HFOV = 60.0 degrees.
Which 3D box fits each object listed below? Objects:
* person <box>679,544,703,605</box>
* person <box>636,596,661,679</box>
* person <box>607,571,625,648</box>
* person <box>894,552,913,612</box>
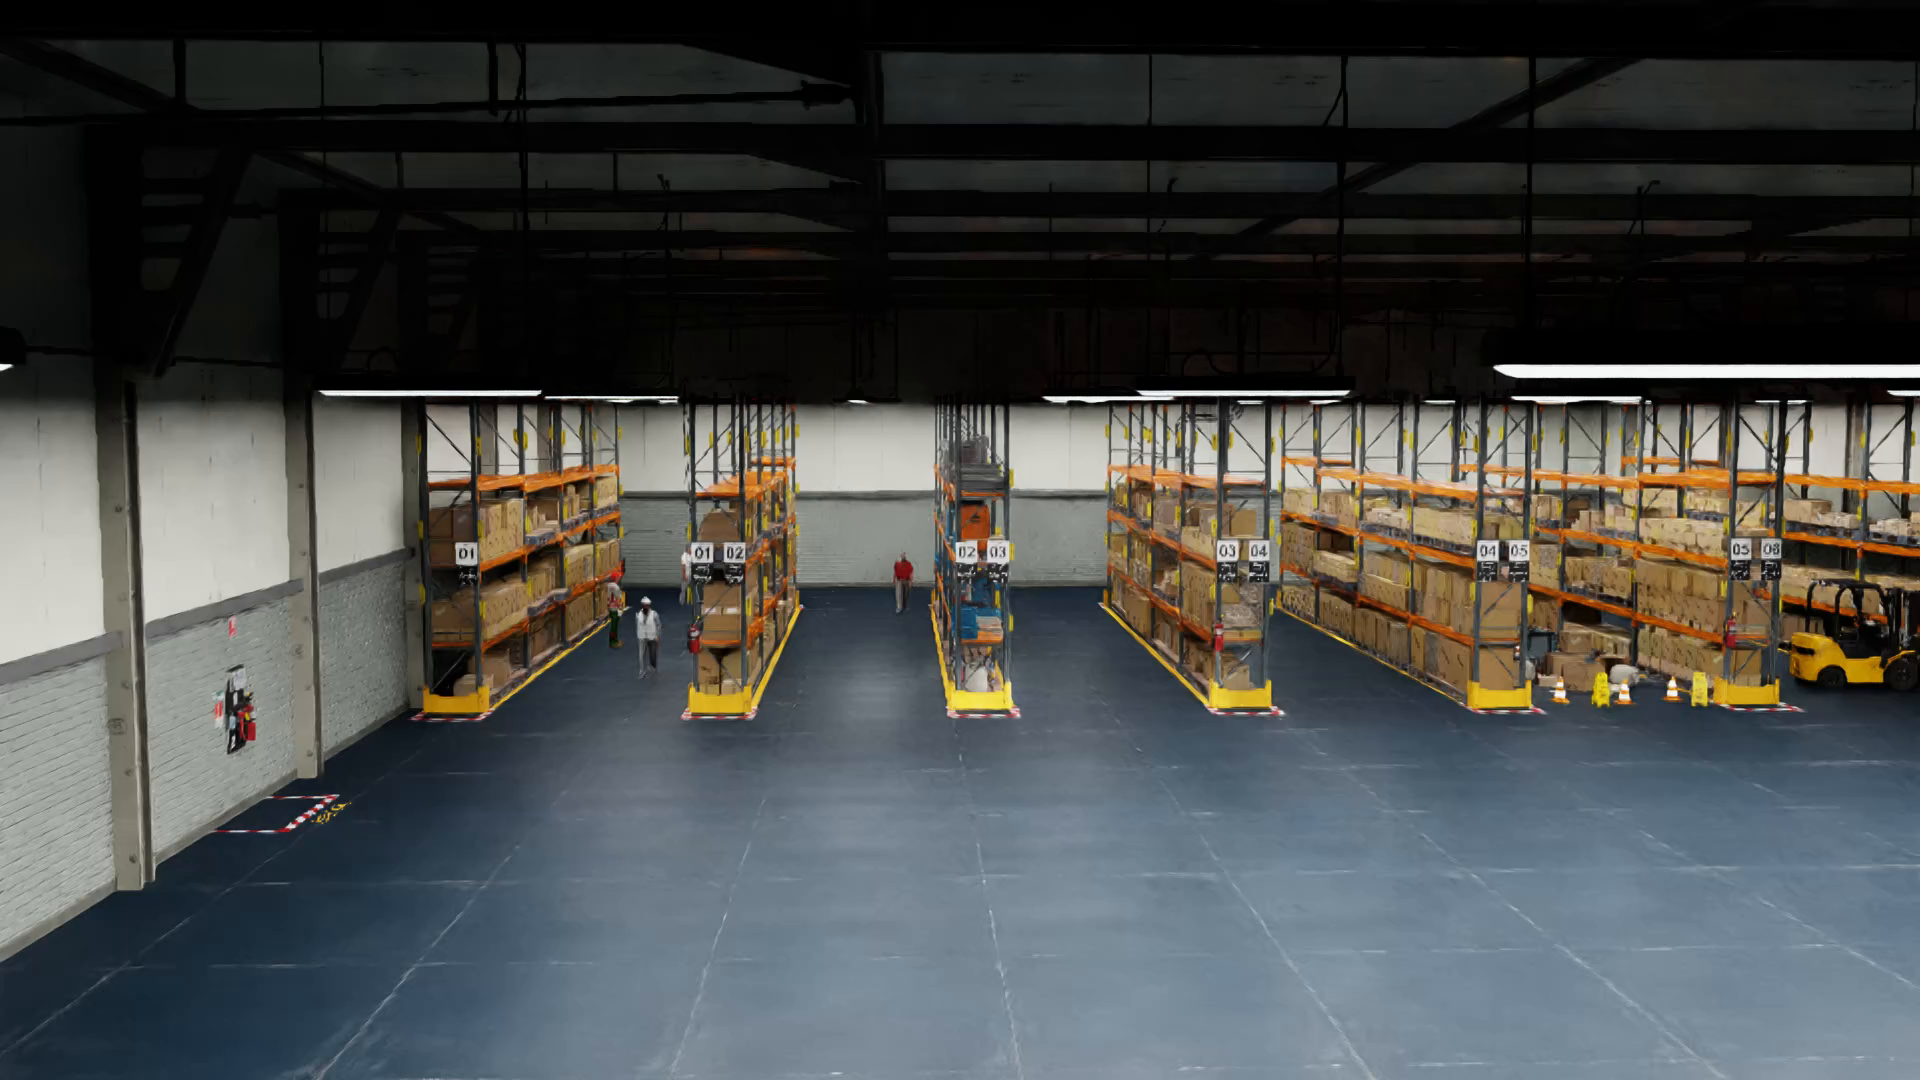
[{"bbox_3d":[-7.819,0.974,48.194,0.550,1.759,0.752,3,5,31],"label":"person"},{"bbox_3d":[-6.592,2.047,35.177,0.555,1.725,1.029,0,5,-3],"label":"person"},{"bbox_3d":[-8.163,1.640,39.578,0.462,1.794,0.625,-2,5,-28],"label":"person"},{"bbox_3d":[-1.581,1.160,46.501,0.540,1.646,1.130,0,5,-4],"label":"person"}]
